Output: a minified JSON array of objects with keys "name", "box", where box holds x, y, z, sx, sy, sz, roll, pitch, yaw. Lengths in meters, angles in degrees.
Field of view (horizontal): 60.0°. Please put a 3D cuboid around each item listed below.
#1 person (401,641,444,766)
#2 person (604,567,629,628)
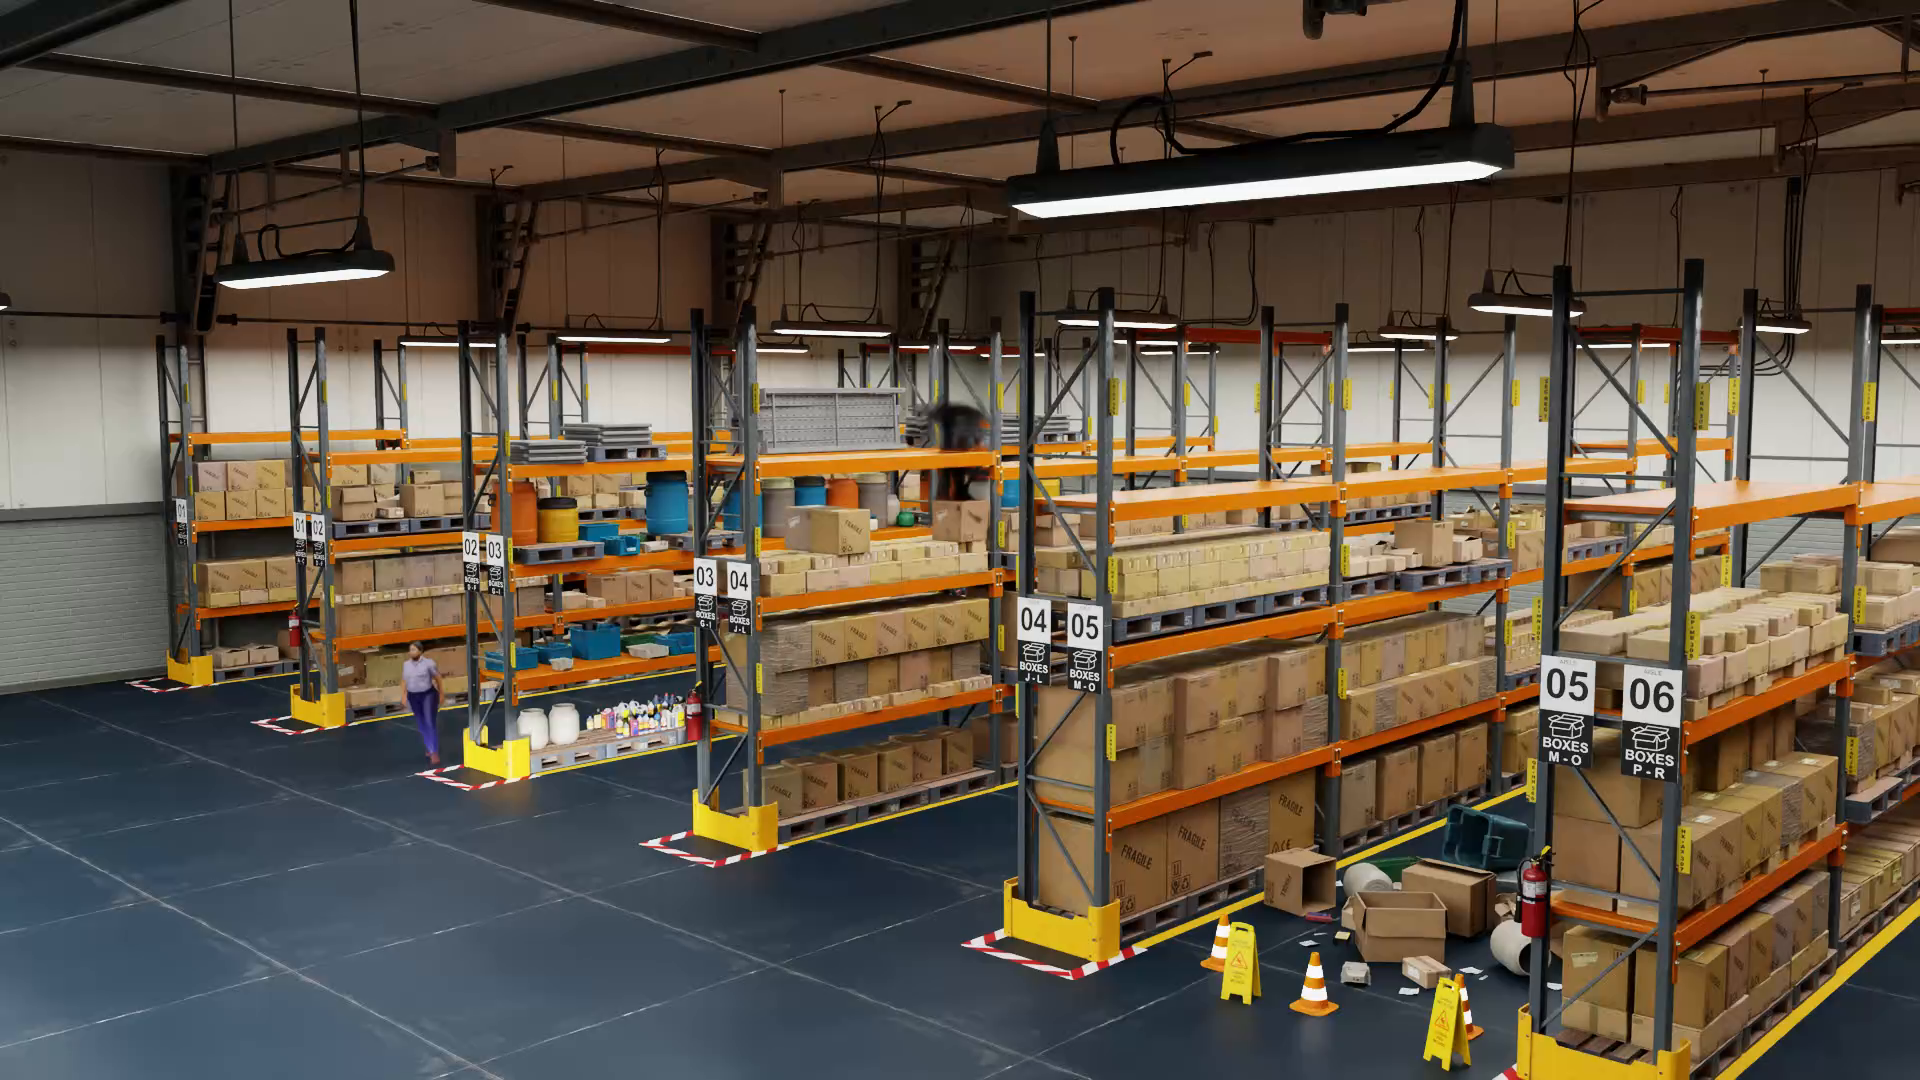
[{"name":"person","box":[-7.364,2.215,22.823,0.596,1.685,0.616,1,5,6]},{"name":"person","box":[-6.466,1.332,31.494,0.695,1.789,0.721,4,7,36]}]
